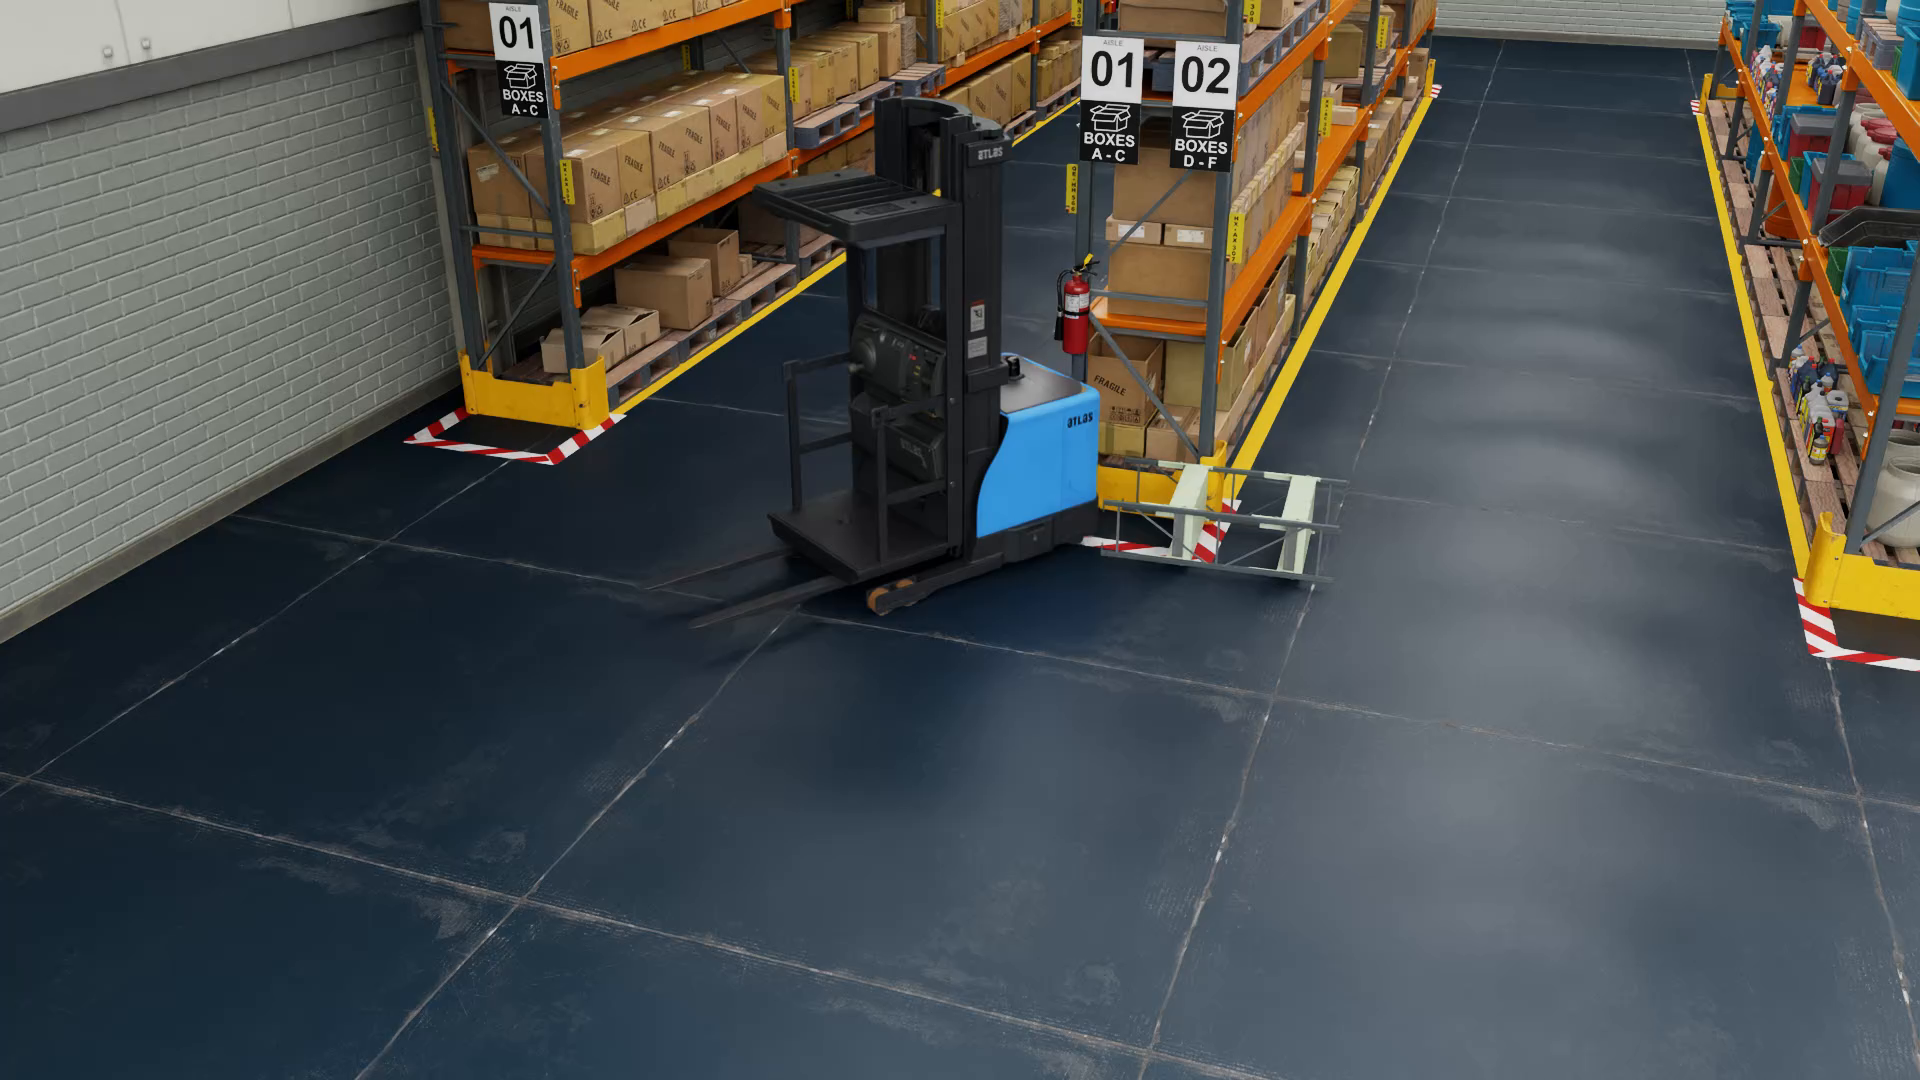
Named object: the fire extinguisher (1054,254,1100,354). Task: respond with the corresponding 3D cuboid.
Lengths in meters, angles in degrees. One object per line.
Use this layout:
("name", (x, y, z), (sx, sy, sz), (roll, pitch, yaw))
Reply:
("fire extinguisher", (0.783, -1.596, 11.193), (0.296, 0.674, 0.183), (9, 27, 17))

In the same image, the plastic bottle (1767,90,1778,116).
("plastic bottle", (8.522, -4.569, 17.393), (0.097, 0.271, 0.097), (0, 26, 0))

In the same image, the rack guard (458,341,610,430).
("rack guard", (-3.387, -1.235, 13.227), (1.175, 0.500, 0.348), (9, 27, 17))

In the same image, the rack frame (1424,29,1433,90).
("rack frame", (6.585, -8.187, 24.717), (1.000, 3.000, 0.127), (9, 27, 17))

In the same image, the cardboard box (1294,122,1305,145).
("cardboard box", (2.703, -3.450, 14.074), (0.380, 0.149, 0.250), (9, 27, 17))

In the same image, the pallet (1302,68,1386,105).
("pallet", (4.082, -5.102, 18.565), (1.213, 0.211, 1.003), (9, 27, 17))

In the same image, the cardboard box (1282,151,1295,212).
("cardboard box", (2.450, -3.117, 14.132), (0.700, 0.500, 0.500), (8, 27, 16))

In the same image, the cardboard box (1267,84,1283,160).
("cardboard box", (2.115, -3.288, 12.995), (0.700, 0.500, 0.500), (9, 27, 17))

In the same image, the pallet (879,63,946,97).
("pallet", (-0.887, -5.222, 18.813), (1.213, 0.211, 1.003), (9, 27, 17))

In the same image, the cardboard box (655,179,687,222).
("cardboard box", (-2.616, -2.849, 13.841), (0.500, 0.250, 0.500), (8, 27, 17))

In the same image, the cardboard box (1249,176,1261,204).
("cardboard box", (2.021, -2.608, 12.336), (0.380, 0.149, 0.250), (8, 27, 17))

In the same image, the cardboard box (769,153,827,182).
("cardboard box", (-1.709, -3.869, 17.303), (0.500, 0.250, 0.500), (8, 27, 16))

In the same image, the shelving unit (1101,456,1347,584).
("shelving unit", (1.750, -0.147, 10.991), (1.500, 0.431, 0.755), (7, 27, 14))

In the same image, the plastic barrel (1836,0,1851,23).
("plastic barrel", (7.443, -4.621, 13.334), (0.600, 0.901, 0.600), (0, 26, 0))

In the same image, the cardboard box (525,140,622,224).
("cardboard box", (-2.970, -2.760, 12.798), (0.500, 0.500, 0.500), (9, 27, 18))

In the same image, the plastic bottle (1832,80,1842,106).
("plastic bottle", (9.503, -4.825, 17.915), (0.152, 0.276, 0.135), (9, 27, 17))

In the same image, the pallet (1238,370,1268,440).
("pallet", (1.883, -1.177, 13.438), (1.003, 0.211, 1.213), (9, 27, 17))

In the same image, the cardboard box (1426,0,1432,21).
("cardboard box", (6.352, -7.591, 23.371), (0.500, 0.500, 0.500), (9, 27, 18))

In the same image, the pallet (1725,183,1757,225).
("pallet", (9.223, -3.754, 18.762), (1.003, 0.211, 1.213), (9, 27, 17))

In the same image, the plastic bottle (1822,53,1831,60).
("plastic bottle", (10.097, -5.559, 19.431), (0.152, 0.276, 0.135), (9, 27, 17))

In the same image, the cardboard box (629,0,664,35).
("cardboard box", (-2.684, -4.264, 13.034), (0.500, 0.500, 0.500), (10, 28, 20))

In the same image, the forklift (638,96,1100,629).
("forklift", (-0.557, -1.113, 10.186), (3.031, 2.935, 1.130), (-18, 31, -33))

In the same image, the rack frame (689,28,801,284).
("rack frame", (-2.081, -3.973, 16.013), (1.000, 3.000, 0.127), (9, 27, 17))

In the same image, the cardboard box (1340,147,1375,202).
("cardboard box", (4.343, -4.118, 18.677), (0.500, 0.500, 0.500), (10, 28, 20))

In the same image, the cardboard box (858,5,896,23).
("cardboard box", (-0.930, -5.871, 18.569), (0.380, 0.149, 0.250), (4, 26, 9))

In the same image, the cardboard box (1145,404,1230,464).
("cardboard box", (1.649, -0.752, 12.033), (0.500, 0.250, 0.500), (9, 27, 17))

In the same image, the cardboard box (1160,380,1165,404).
("cardboard box", (1.315, -1.034, 12.617), (0.500, 0.250, 0.500), (9, 27, 17))

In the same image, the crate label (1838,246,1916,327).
("crate label", (6.288, -1.704, 11.286), (0.502, 0.435, 0.616), (9, 27, 17))

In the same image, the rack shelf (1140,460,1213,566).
("rack shelf", (1.436, -0.186, 11.070), (0.370, 0.431, 0.720), (7, 27, 14))

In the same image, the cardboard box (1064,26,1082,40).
("cardboard box", (1.818, -7.773, 25.505), (0.380, 0.149, 0.250), (9, 27, 19))

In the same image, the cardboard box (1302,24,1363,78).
("cardboard box", (4.026, -5.409, 18.382), (0.700, 0.500, 0.500), (0, 26, 0))

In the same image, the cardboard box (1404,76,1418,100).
("cardboard box", (6.292, -6.502, 23.888), (0.500, 0.250, 0.500), (9, 27, 17))

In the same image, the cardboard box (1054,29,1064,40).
("cardboard box", (1.375, -7.727, 25.409), (0.380, 0.149, 0.250), (9, 27, 18))

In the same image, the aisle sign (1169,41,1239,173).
("aisle sign", (1.527, -2.711, 10.423), (0.394, 0.787, 0.004), (9, 27, 17))

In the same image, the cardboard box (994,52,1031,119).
("cardboard box", (0.487, -6.196, 22.589), (0.750, 0.750, 0.750), (9, 27, 18))

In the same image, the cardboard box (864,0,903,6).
("cardboard box", (-0.844, -6.366, 19.616), (0.500, 0.250, 0.500), (10, 27, 19))

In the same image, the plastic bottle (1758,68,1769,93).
("plastic bottle", (8.960, -5.111, 18.512), (0.097, 0.271, 0.097), (0, 26, 0))

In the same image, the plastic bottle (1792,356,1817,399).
("plastic bottle", (6.601, -1.270, 12.966), (0.144, 0.351, 0.185), (10, 27, 19))

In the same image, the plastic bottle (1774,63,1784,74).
("plastic bottle", (9.245, -5.230, 18.752), (0.152, 0.276, 0.135), (9, 27, 17))

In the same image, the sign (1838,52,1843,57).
("sign", (10.442, -5.867, 19.609), (0.100, 0.325, 0.005), (9, 27, 17))

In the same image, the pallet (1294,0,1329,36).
("pallet", (2.332, -4.212, 13.166), (1.003, 0.211, 1.213), (9, 27, 17))

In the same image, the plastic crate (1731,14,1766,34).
("plastic crate", (10.424, -6.824, 22.025), (0.416, 0.233, 0.300), (9, 27, 17))

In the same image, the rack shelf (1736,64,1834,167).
("rack shelf", (9.258, -4.678, 18.295), (1.077, 0.370, 4.000), (9, 27, 17))

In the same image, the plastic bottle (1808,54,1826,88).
("plastic bottle", (9.729, -5.321, 18.854), (0.144, 0.351, 0.185), (9, 27, 17))

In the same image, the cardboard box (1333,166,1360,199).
("cardboard box", (3.980, -3.852, 17.794), (0.500, 0.311, 0.500), (9, 27, 19))

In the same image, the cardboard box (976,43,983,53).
("cardboard box", (0.078, -6.246, 20.973), (0.380, 0.149, 0.250), (9, 27, 18))

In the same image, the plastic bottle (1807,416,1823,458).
("plastic bottle", (6.150, -0.736, 11.941), (0.061, 0.283, 0.133), (9, 27, 19))

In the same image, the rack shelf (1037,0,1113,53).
("rack shelf", (1.247, -7.758, 24.657), (1.077, 0.370, 4.000), (9, 27, 17))

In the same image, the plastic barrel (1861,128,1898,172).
("plastic barrel", (8.031, -3.260, 14.385), (0.433, 0.535, 0.433), (0, 26, 0))

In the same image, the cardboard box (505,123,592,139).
("cardboard box", (-3.279, -3.038, 13.371), (0.500, 0.500, 0.500), (9, 27, 18))

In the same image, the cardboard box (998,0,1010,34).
("cardboard box", (0.329, -6.805, 21.385), (0.500, 0.500, 0.500), (9, 27, 18))

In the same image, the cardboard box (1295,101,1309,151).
("cardboard box", (3.038, -3.830, 15.605), (0.500, 0.500, 0.500), (11, 28, 21))

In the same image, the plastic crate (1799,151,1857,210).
("plastic crate", (7.335, -3.027, 14.078), (0.392, 0.384, 0.575), (9, 27, 17))

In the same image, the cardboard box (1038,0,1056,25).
("cardboard box", (0.777, -7.616, 23.193), (0.980, 0.700, 0.700), (9, 27, 18))

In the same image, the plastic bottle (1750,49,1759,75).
("plastic bottle", (9.355, -5.627, 19.564), (0.061, 0.283, 0.133), (9, 27, 17))

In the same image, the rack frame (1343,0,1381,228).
("rack frame", (3.922, -4.900, 17.927), (1.000, 3.000, 0.127), (9, 27, 17))
